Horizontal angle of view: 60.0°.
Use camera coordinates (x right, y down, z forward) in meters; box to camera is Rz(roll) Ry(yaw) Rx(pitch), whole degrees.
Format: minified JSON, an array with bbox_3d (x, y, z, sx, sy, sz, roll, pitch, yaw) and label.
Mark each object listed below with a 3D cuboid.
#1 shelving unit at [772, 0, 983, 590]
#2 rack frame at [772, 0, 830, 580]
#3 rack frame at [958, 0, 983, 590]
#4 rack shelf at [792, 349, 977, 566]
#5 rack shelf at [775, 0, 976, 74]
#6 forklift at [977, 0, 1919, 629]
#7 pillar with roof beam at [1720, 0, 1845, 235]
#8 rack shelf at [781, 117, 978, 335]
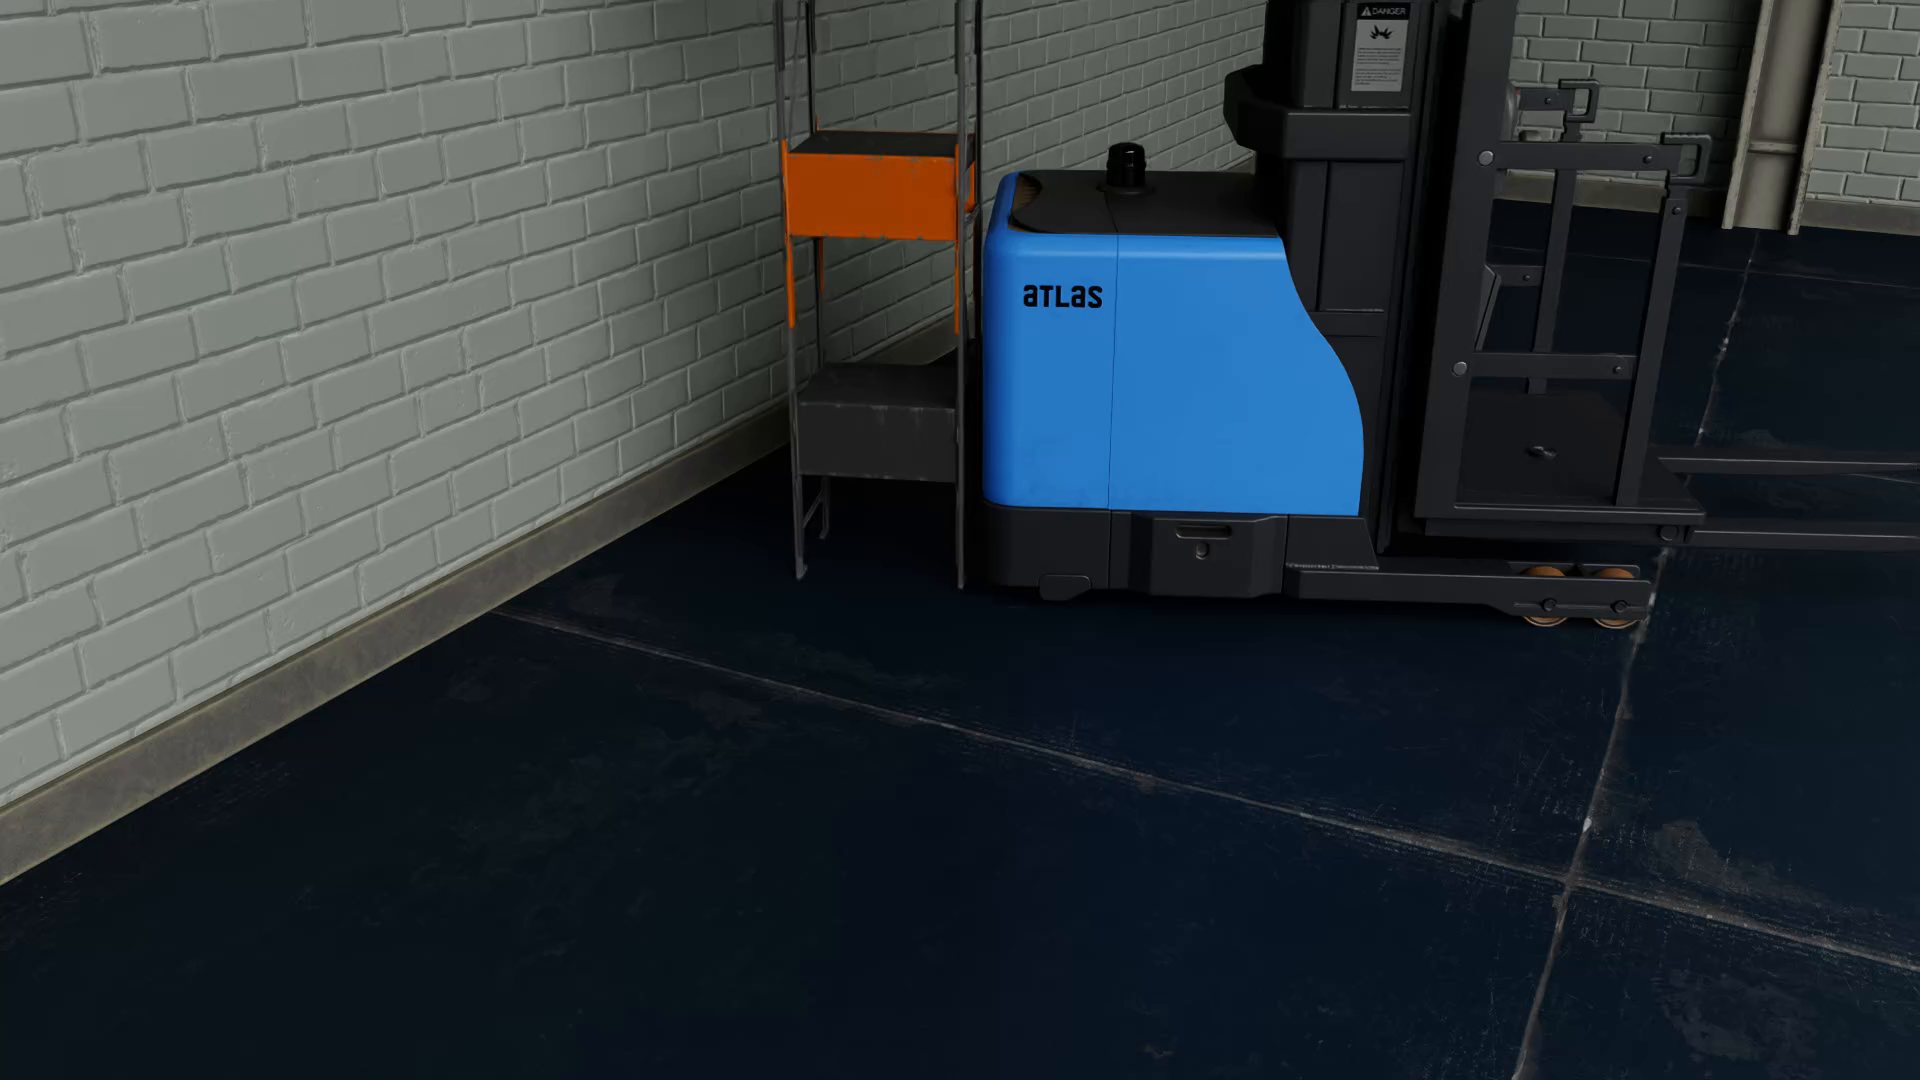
[{"bbox_3d":[-0.212,-0.911,4.708,0.503,2.100,0.431,3,23,8],"label":"shelving unit"},{"bbox_3d":[-0.454,-0.924,4.740,0.015,2.100,0.400,3,23,8],"label":"rack frame"},{"bbox_3d":[0.029,-0.897,4.676,0.015,2.100,0.400,3,23,8],"label":"rack frame"},{"bbox_3d":[-0.212,-0.254,4.988,0.480,0.518,0.431,3,23,8],"label":"rack shelf"},{"bbox_3d":[-0.212,-1.542,4.440,0.480,0.518,0.431,3,23,8],"label":"rack shelf"},{"bbox_3d":[1.592,-1.316,4.599,3.031,2.935,1.130,2,23,4],"label":"forklift"},{"bbox_3d":[2.600,-4.419,4.142,0.400,9.000,9.100,11,25,25],"label":"pillar with roof beam"},{"bbox_3d":[-0.212,-0.898,4.714,0.480,0.518,0.431,3,23,8],"label":"rack shelf"}]
